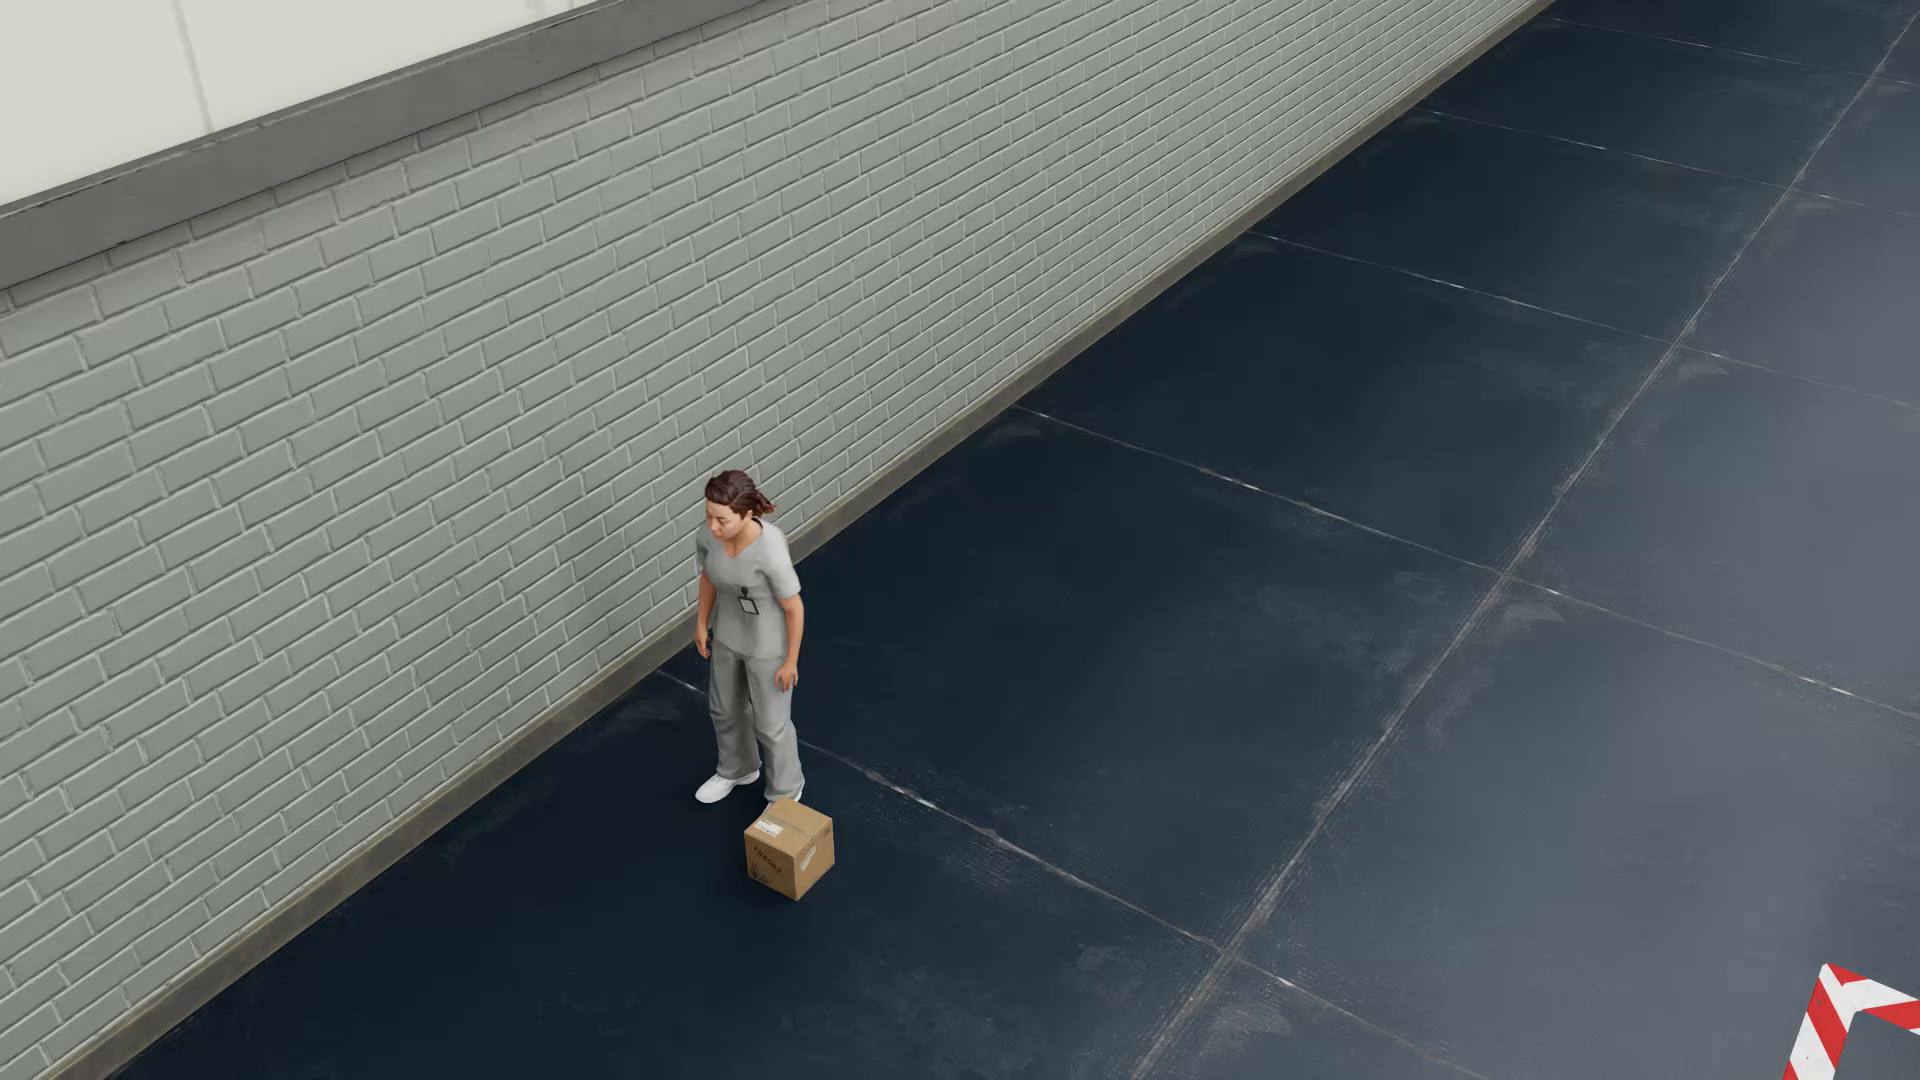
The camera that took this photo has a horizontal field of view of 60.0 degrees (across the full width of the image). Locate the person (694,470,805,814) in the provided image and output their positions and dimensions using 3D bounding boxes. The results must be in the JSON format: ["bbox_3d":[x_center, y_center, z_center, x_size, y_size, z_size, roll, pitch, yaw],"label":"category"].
[{"bbox_3d":[-0.828,0.415,6.550,0.504,1.667,0.348,20,40,27],"label":"person"}]
